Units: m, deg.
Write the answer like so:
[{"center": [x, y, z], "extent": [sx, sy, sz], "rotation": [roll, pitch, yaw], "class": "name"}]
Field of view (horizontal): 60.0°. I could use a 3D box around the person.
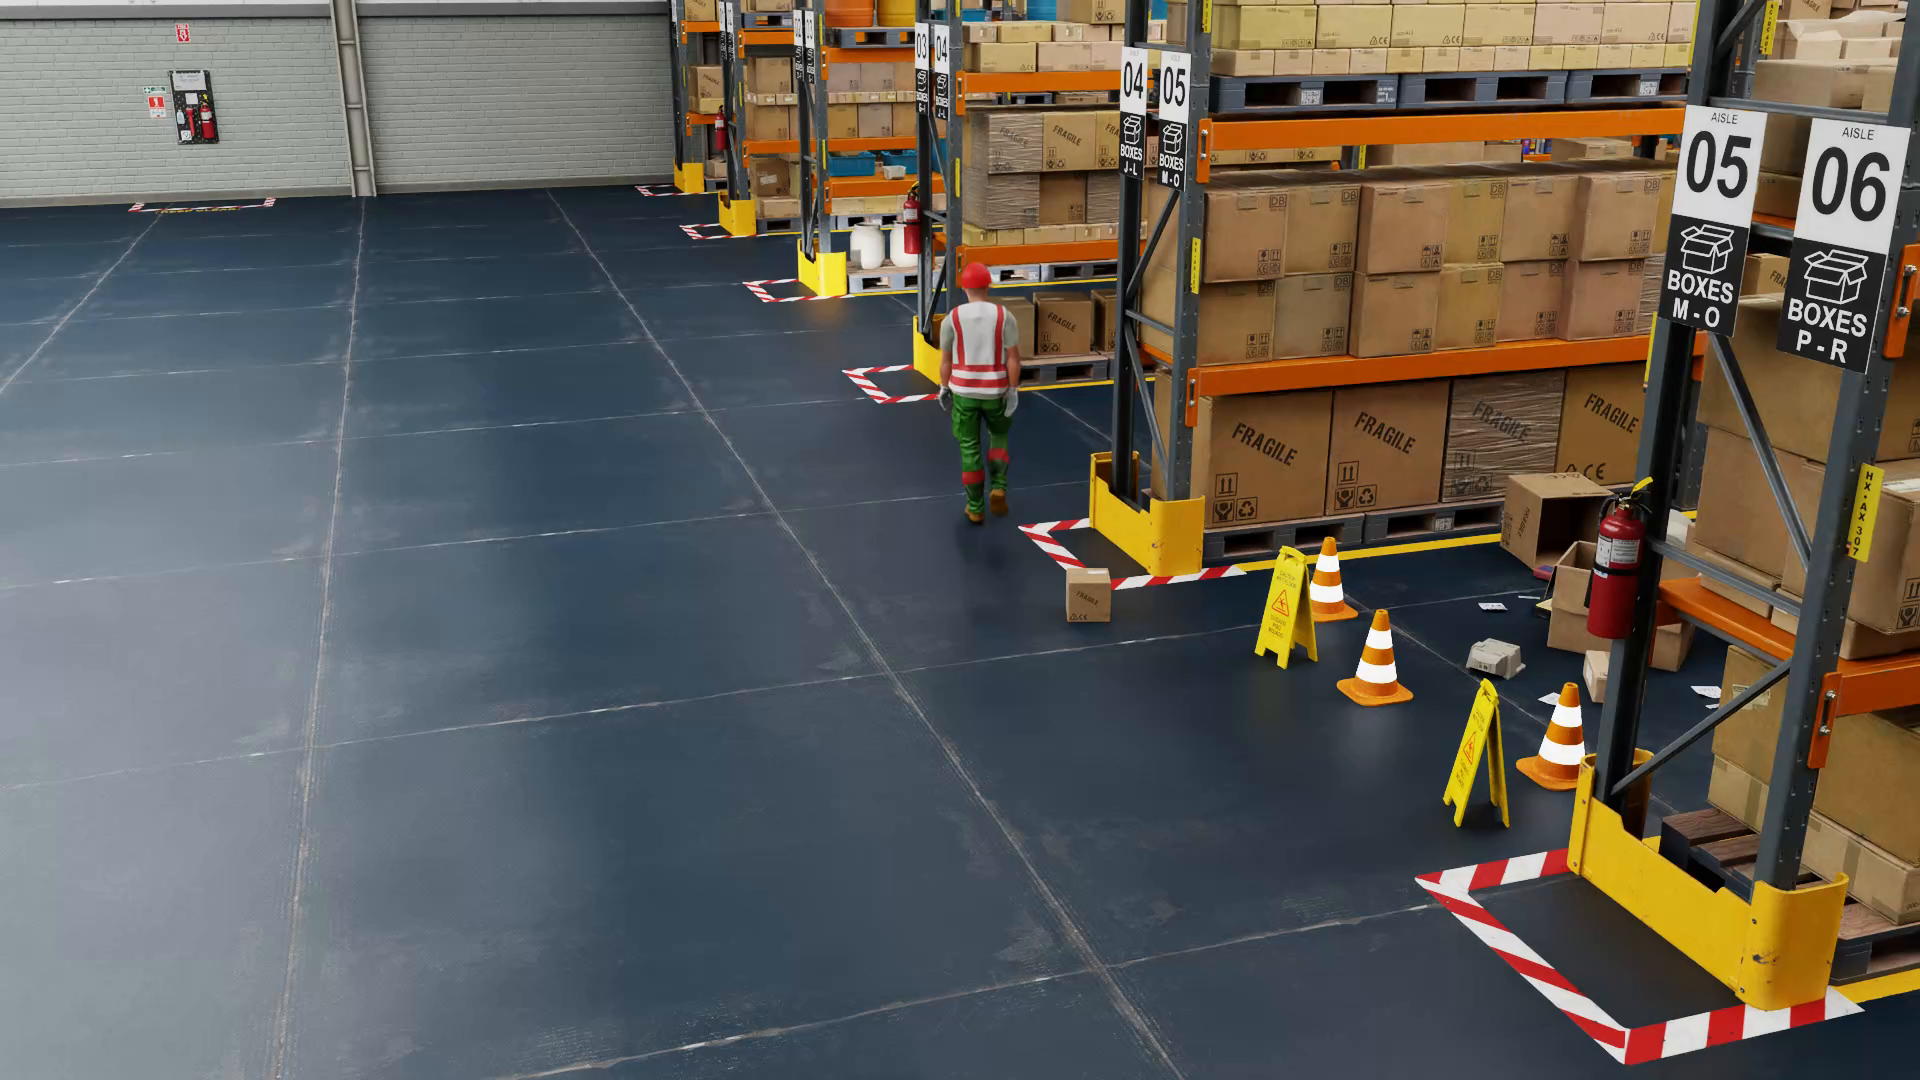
[{"center": [0.130, -1.019, 11.418], "extent": [0.542, 1.793, 0.451], "rotation": [-2, 19, -6], "class": "person"}]
